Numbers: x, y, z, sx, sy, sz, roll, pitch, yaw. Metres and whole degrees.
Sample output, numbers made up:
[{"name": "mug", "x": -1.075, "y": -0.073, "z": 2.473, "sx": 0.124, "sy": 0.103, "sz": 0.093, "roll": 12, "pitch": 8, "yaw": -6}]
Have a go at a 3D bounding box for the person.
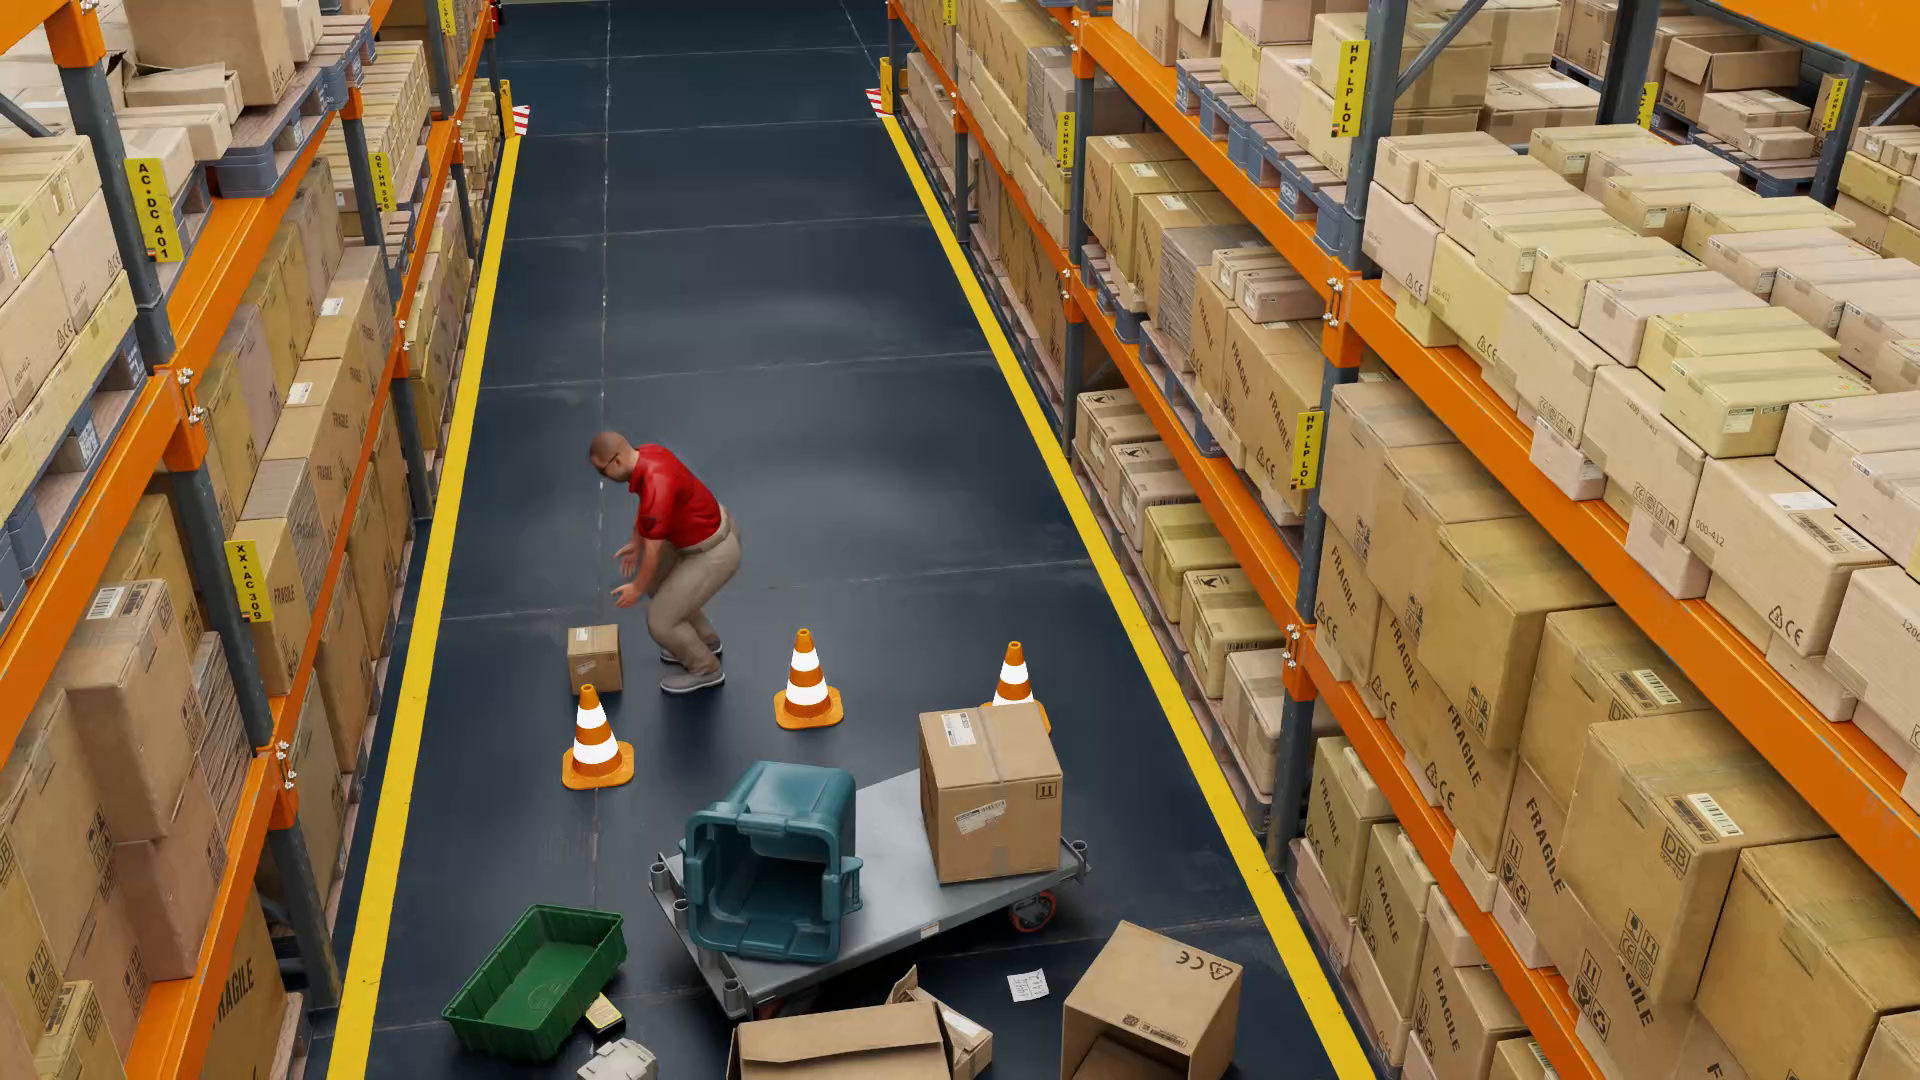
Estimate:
[{"name": "person", "x": -1.431, "y": 0.088, "z": 8.301, "sx": 0.687, "sy": 1.431, "sz": 0.589, "roll": -5, "pitch": 31, "yaw": -9}]
